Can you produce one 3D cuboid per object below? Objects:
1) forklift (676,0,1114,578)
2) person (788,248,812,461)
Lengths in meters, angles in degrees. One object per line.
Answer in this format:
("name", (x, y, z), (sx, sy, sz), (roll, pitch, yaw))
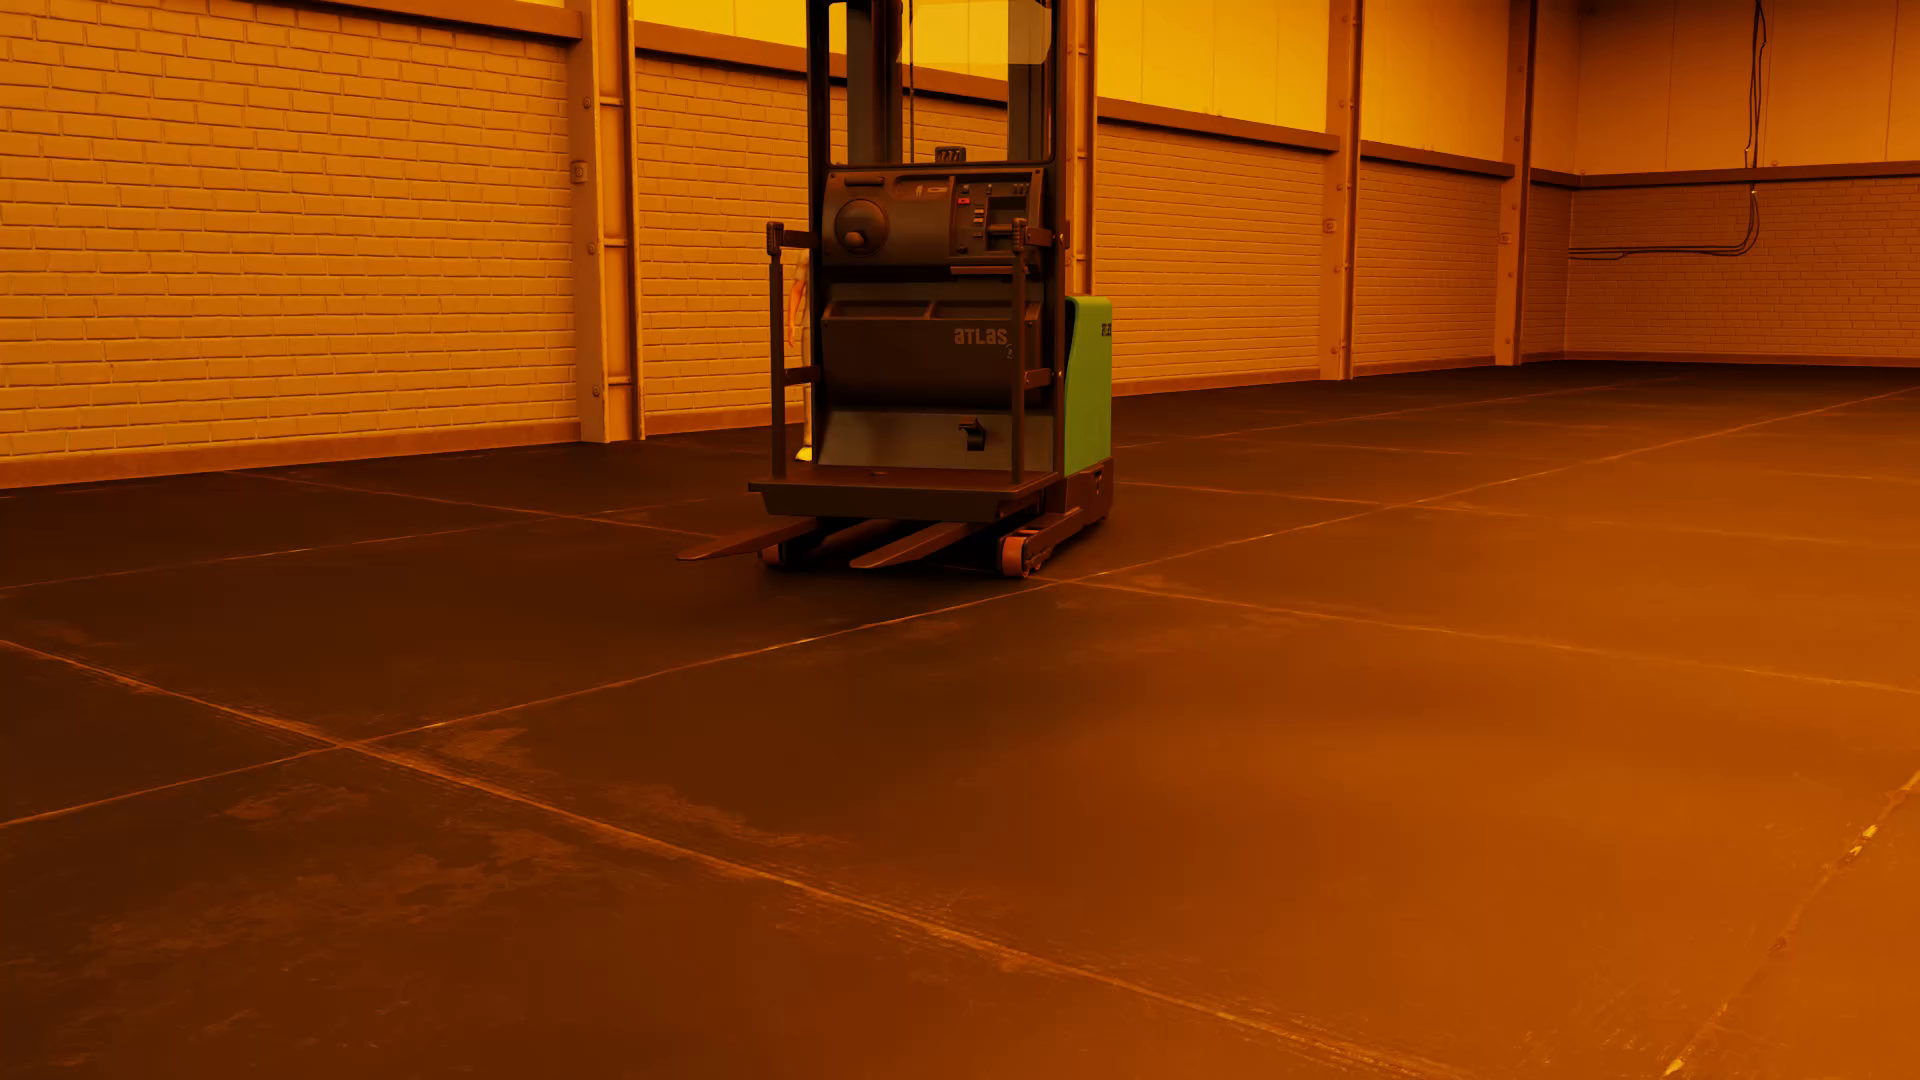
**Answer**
("forklift", (-0.176, -1.366, 6.616), (1.130, 2.935, 3.031), (3, 9, 17))
("person", (-0.840, -1.372, 11.033), (0.601, 1.671, 0.401), (-1, 8, -9))
